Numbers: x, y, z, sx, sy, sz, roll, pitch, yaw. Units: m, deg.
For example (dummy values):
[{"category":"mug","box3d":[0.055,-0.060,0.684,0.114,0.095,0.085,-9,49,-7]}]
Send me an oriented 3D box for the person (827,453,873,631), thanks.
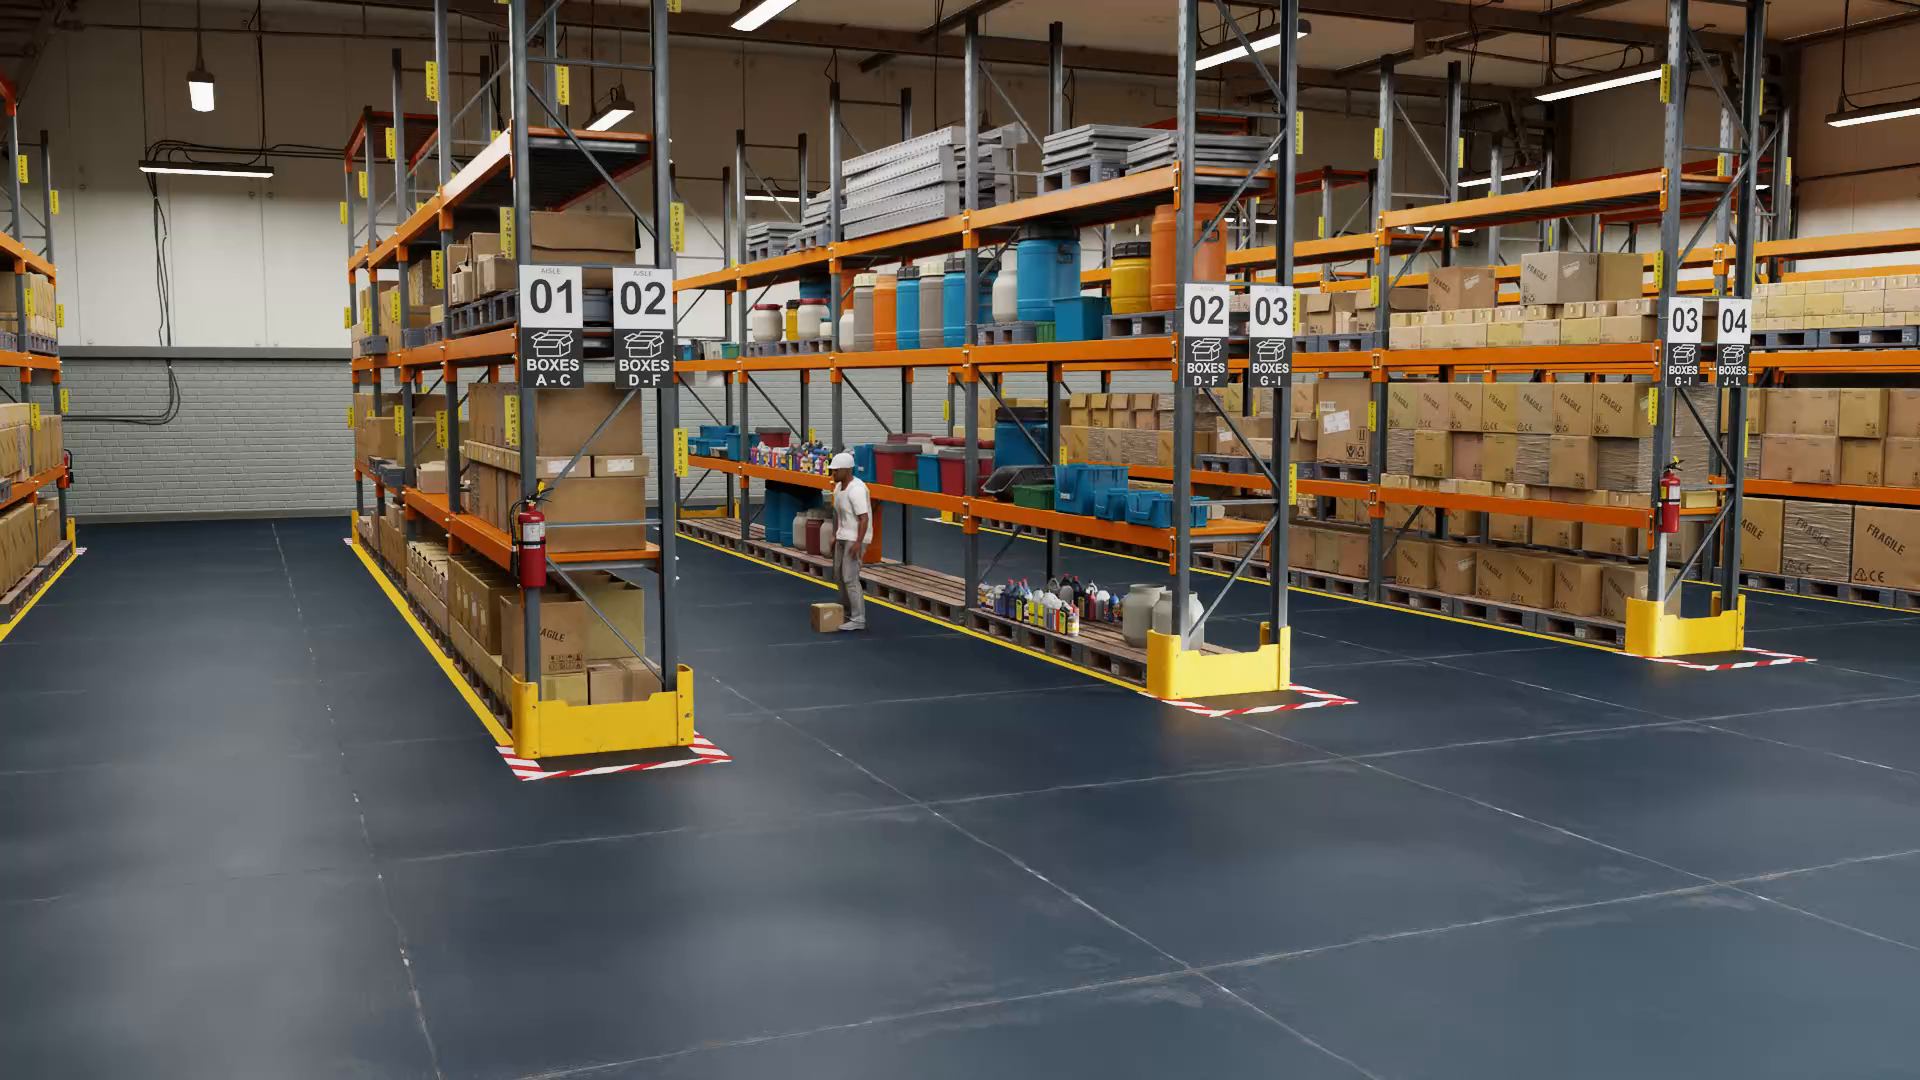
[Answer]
[{"category":"person","box3d":[-1.114,0.011,16.551,0.454,1.761,0.636,-3,6,-26]}]
